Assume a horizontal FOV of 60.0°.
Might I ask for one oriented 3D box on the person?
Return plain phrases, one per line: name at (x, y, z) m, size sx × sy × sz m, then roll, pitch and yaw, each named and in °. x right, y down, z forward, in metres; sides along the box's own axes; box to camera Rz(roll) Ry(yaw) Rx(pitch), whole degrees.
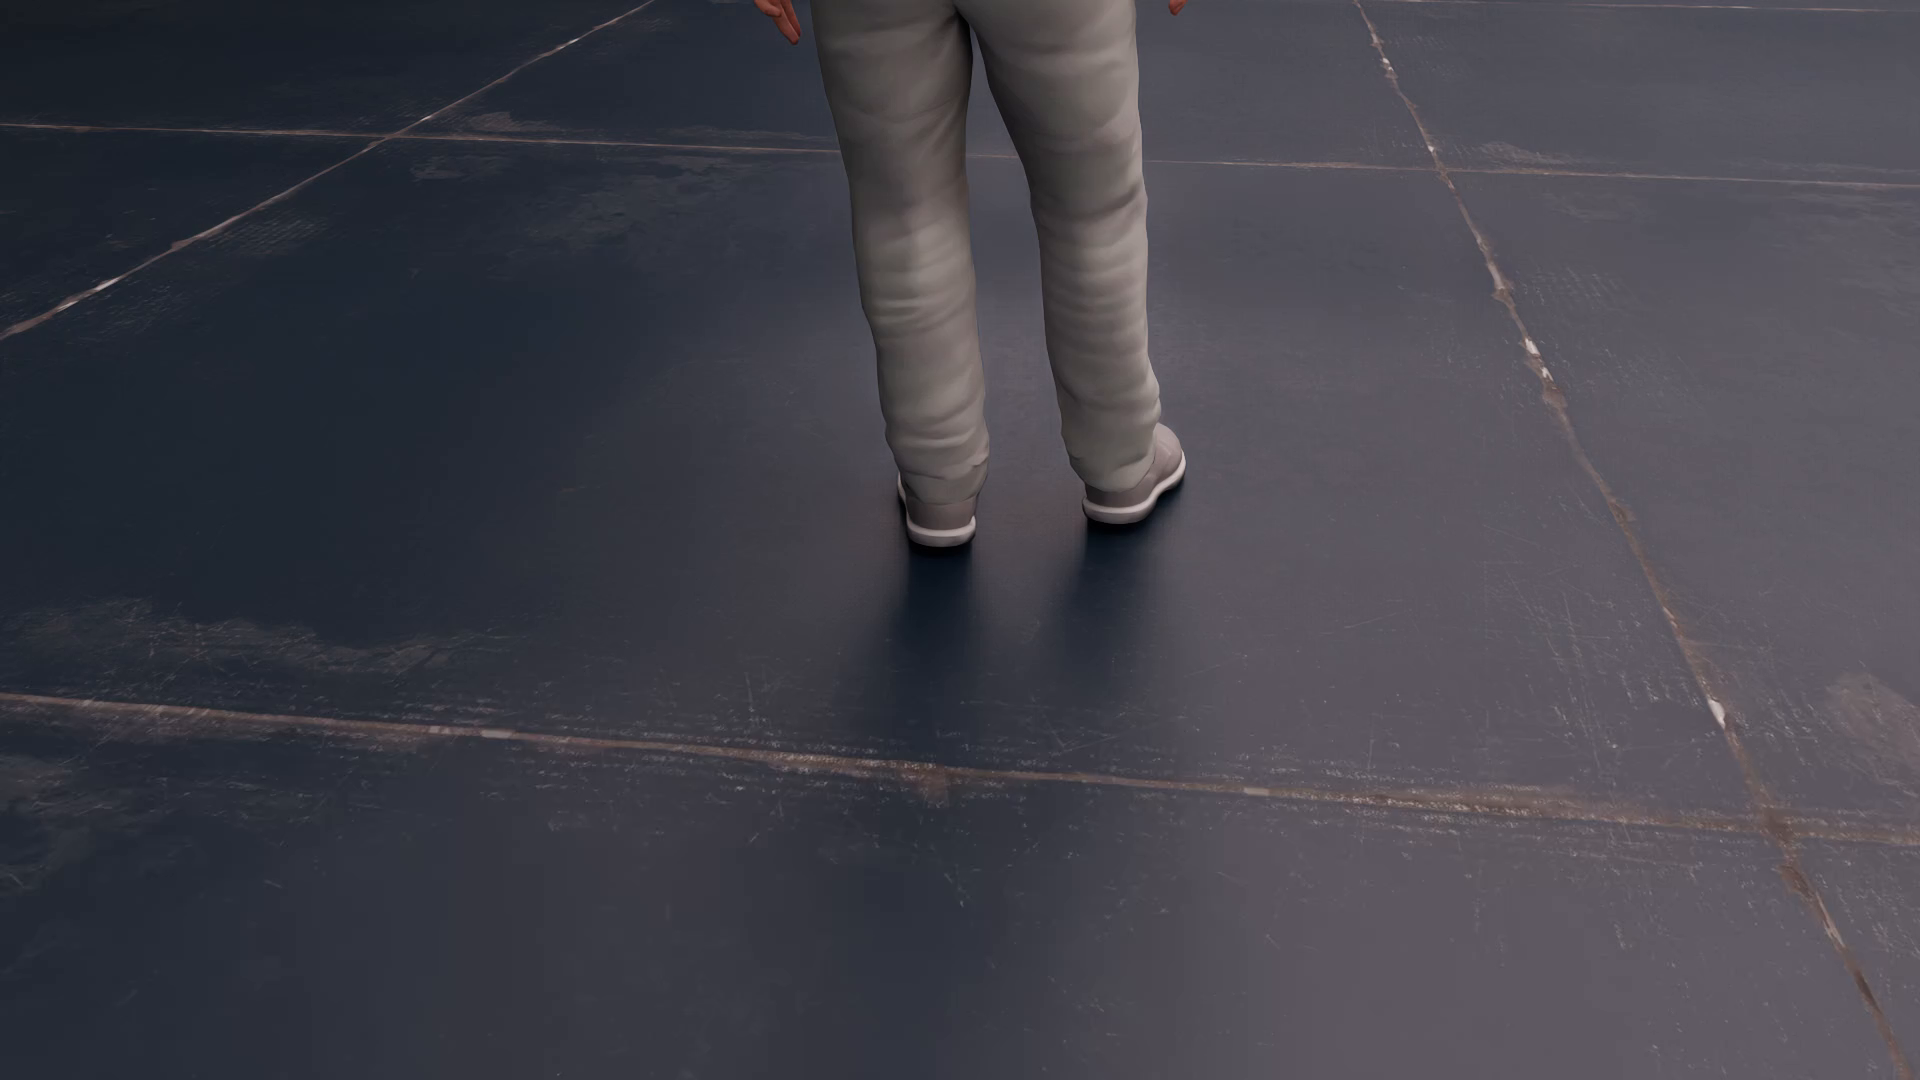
person at (0.023, -0.836, 2.167) m, size 0.640 × 1.777 × 0.575 m, roll 3°, pitch 27°, yaw 7°
